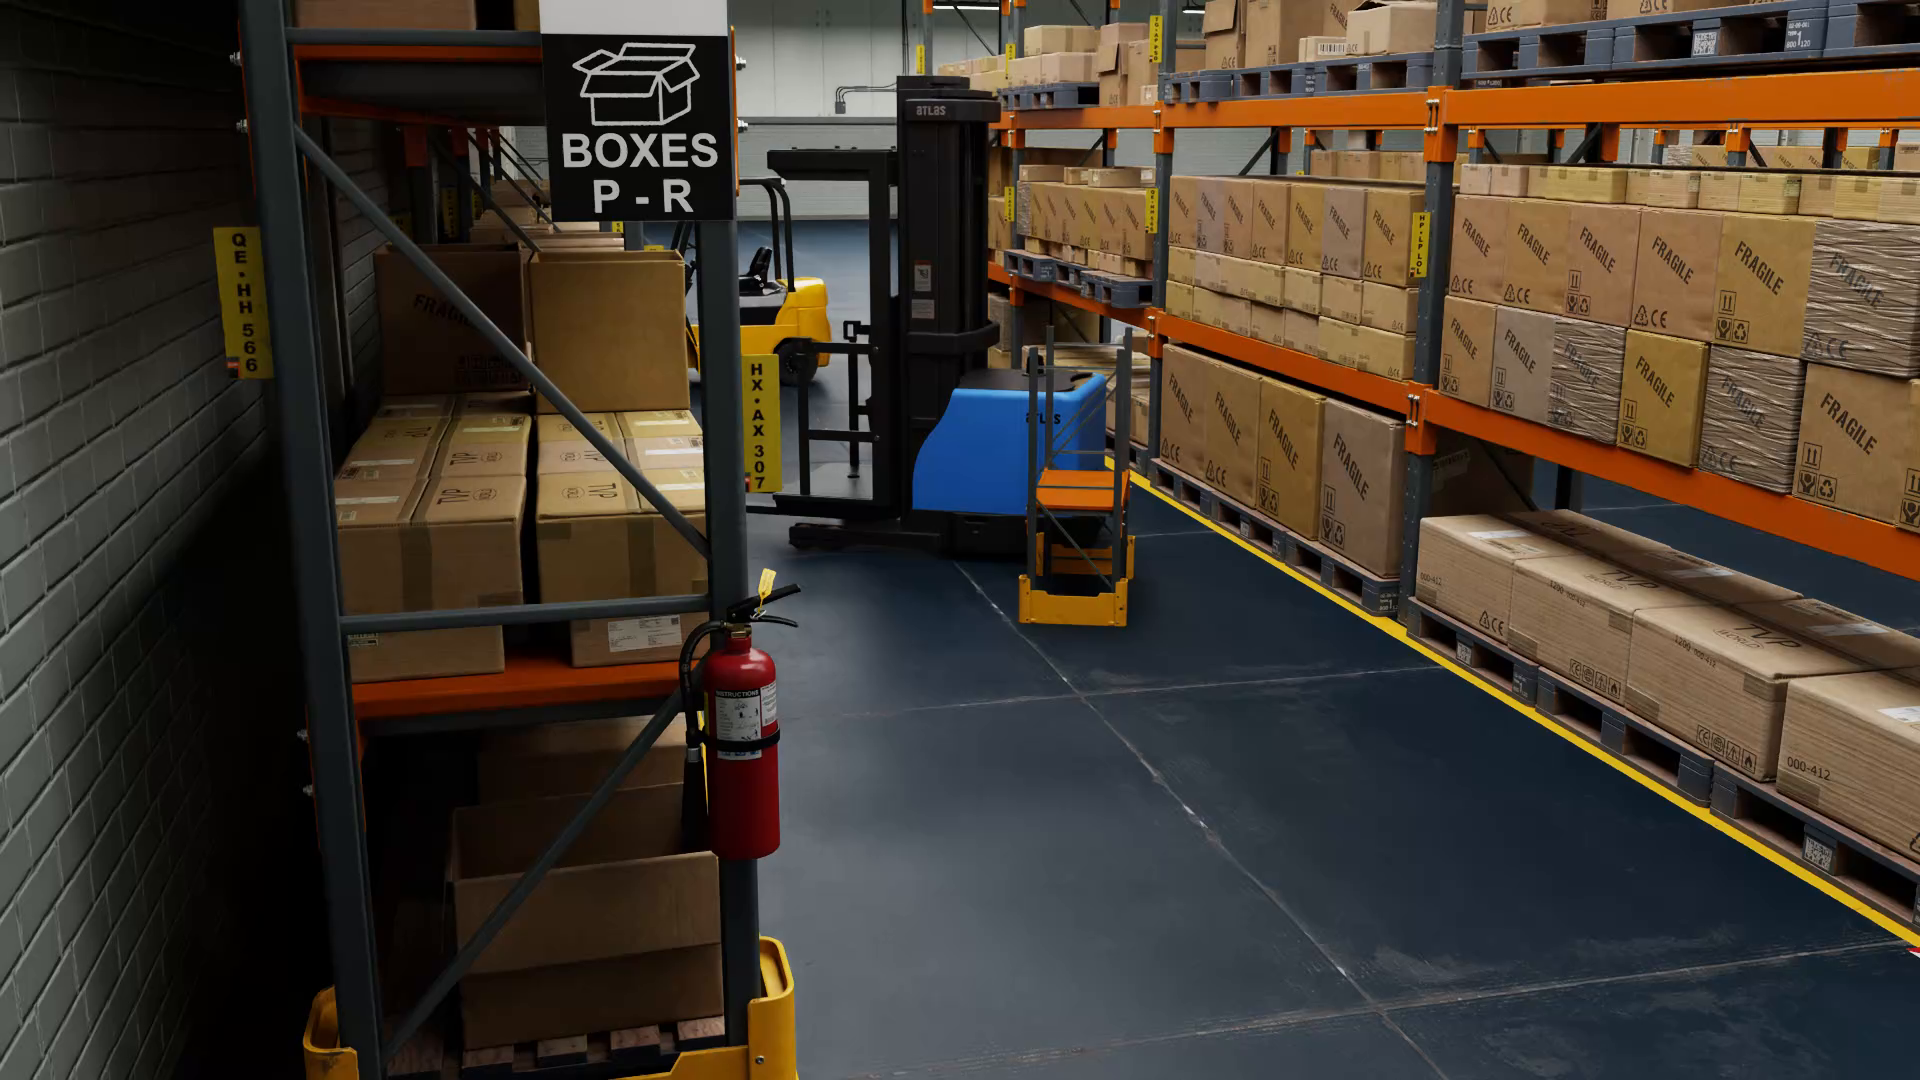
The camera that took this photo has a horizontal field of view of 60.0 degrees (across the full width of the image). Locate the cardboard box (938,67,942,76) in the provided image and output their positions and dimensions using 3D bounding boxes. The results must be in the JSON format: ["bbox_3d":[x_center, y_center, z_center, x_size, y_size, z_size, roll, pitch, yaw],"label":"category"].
[{"bbox_3d":[-0.047,-5.419,19.314,0.380,0.149,0.250,-3,14,-14],"label":"cardboard box"}]

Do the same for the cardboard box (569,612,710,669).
[{"bbox_3d":[-0.809,0.210,4.276,0.380,0.149,0.250,-3,14,-14],"label":"cardboard box"}]

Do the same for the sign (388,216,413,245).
[{"bbox_3d":[-2.476,-1.274,7.383,0.100,0.325,0.005,-3,14,-13],"label":"sign"}]

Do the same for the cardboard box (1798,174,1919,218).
[{"bbox_3d":[3.310,-1.256,6.064,0.380,0.149,0.250,-3,14,-14],"label":"cardboard box"}]

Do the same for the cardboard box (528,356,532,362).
[{"bbox_3d":[-1.959,-0.571,6.632,0.500,0.250,0.500,-3,14,-14],"label":"cardboard box"}]

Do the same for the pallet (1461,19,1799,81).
[{"bbox_3d":[3.068,-2.246,7.666,1.003,0.211,1.213,-3,14,-13],"label":"pallet"}]

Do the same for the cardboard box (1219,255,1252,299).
[{"bbox_3d":[2.051,-1.748,11.025,0.500,0.250,0.500,-3,14,-13],"label":"cardboard box"}]

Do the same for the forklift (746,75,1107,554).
[{"bbox_3d":[-0.603,-1.462,10.736,3.031,2.935,1.130,4,14,15],"label":"forklift"}]

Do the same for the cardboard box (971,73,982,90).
[{"bbox_3d":[0.417,-4.717,17.284,0.500,0.250,0.500,-4,14,-14],"label":"cardboard box"}]

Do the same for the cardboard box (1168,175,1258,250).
[{"bbox_3d":[1.825,-2.351,11.911,0.500,0.500,0.500,-4,14,-15],"label":"cardboard box"}]

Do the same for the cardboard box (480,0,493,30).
[{"bbox_3d":[-1.471,-1.398,4.537,0.380,0.149,0.250,-4,14,-15],"label":"cardboard box"}]

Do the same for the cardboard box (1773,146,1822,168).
[{"bbox_3d":[10.032,-4.417,19.742,0.500,0.500,0.500,-3,14,-13],"label":"cardboard box"}]

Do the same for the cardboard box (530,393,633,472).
[{"bbox_3d":[-1.224,-0.362,5.778,0.500,0.250,0.500,-4,14,-15],"label":"cardboard box"}]

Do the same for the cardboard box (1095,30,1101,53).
[{"bbox_3d":[1.268,-4.571,15.375,0.500,0.250,0.500,-3,14,-12],"label":"cardboard box"}]

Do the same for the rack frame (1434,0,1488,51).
[{"bbox_3d":[2.886,-3.935,8.074,1.000,3.000,0.127,-3,14,-13],"label":"rack frame"}]

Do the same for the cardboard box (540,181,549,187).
[{"bbox_3d":[-4.305,-3.774,17.848,0.380,0.149,0.250,-3,14,-13],"label":"cardboard box"}]

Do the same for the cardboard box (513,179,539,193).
[{"bbox_3d":[-4.885,-3.931,18.491,0.380,0.149,0.250,-4,14,-14],"label":"cardboard box"}]

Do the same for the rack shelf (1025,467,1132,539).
[{"bbox_3d":[0.685,-0.222,9.433,0.538,0.185,1.000,2,14,8],"label":"rack shelf"}]

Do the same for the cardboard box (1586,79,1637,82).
[{"bbox_3d":[6.029,-4.367,15.348,0.396,0.266,0.258,-3,14,-13],"label":"cardboard box"}]

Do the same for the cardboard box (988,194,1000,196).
[{"bbox_3d":[0.283,-3.504,18.112,0.500,0.500,0.500,-4,14,-14],"label":"cardboard box"}]

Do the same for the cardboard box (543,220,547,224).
[{"bbox_3d":[-2.976,-2.355,12.670,0.380,0.149,0.250,-3,14,-13],"label":"cardboard box"}]

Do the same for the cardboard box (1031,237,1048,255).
[{"bbox_3d":[0.880,-2.745,15.488,0.380,0.149,0.250,-3,14,-12],"label":"cardboard box"}]

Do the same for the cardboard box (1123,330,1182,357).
[{"bbox_3d":[2.079,-1.977,17.959,0.500,0.500,0.500,7,15,26],"label":"cardboard box"}]

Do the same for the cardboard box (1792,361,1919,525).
[{"bbox_3d":[3.352,-0.360,5.870,0.500,0.500,0.500,-4,14,-14],"label":"cardboard box"}]

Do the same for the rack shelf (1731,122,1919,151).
[{"bbox_3d":[7.205,-2.889,11.629,1.077,0.370,4.000,-3,14,-13],"label":"rack shelf"}]

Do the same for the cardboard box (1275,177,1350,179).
[{"bbox_3d":[2.451,-2.256,11.522,0.500,0.500,0.500,-3,14,-12],"label":"cardboard box"}]

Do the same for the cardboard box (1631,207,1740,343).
[{"bbox_3d":[3.101,-1.080,6.709,0.500,0.500,0.500,-3,14,-14],"label":"cardboard box"}]

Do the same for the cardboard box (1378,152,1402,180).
[{"bbox_3d":[5.375,-4.225,19.308,0.875,0.550,0.500,-3,14,-13],"label":"cardboard box"}]

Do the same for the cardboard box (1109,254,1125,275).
[{"bbox_3d":[1.405,-2.202,13.263,0.380,0.149,0.250,-3,14,-14],"label":"cardboard box"}]

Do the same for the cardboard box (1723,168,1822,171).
[{"bbox_3d":[3.507,-1.519,7.139,0.380,0.149,0.250,-4,14,-14],"label":"cardboard box"}]

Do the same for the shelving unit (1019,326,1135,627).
[{"bbox_3d":[0.684,-0.394,9.381,0.587,1.500,1.083,2,14,8],"label":"shelving unit"}]

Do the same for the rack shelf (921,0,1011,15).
[{"bbox_3d":[0.538,-5.891,17.603,1.077,0.370,4.000,-3,14,-13],"label":"rack shelf"}]

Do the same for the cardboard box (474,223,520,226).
[{"bbox_3d":[-3.447,-2.264,12.295,0.380,0.149,0.250,-4,14,-14],"label":"cardboard box"}]

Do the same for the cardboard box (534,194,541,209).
[{"bbox_3d":[-4.755,-3.671,18.054,0.380,0.149,0.250,-4,14,-14],"label":"cardboard box"}]

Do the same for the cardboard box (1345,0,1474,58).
[{"bbox_3d":[2.475,-2.831,9.175,0.500,0.311,0.500,-3,14,-13],"label":"cardboard box"}]

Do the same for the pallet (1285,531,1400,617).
[{"bbox_3d":[2.632,0.160,9.829,1.003,0.211,1.213,-3,14,-13],"label":"pallet"}]

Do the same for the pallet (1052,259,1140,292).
[{"bbox_3d":[1.442,-2.305,14.446,1.003,0.211,1.213,-3,14,-13],"label":"pallet"}]

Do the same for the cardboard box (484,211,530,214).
[{"bbox_3d":[-3.872,-2.737,14.233,0.380,0.149,0.250,-3,14,-13],"label":"cardboard box"}]

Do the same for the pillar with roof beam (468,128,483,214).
[{"bbox_3d":[-2.693,-7.839,24.054,9.100,9.000,0.400,-3,14,-13],"label":"pillar with roof beam"}]

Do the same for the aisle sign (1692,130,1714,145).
[{"bbox_3d":[9.978,-5.636,22.197,0.394,0.787,0.004,-3,14,-13],"label":"aisle sign"}]

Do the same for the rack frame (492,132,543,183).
[{"bbox_3d":[-4.756,-3.512,18.981,1.000,3.000,0.127,-3,14,-13],"label":"rack frame"}]

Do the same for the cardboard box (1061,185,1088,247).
[{"bbox_3d":[1.191,-2.791,14.310,0.500,0.500,0.500,-4,14,-15],"label":"cardboard box"}]

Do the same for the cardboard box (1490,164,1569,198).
[{"bbox_3d":[2.784,-1.725,7.983,0.380,0.149,0.250,-3,14,-12],"label":"cardboard box"}]

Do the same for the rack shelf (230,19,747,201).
[{"bbox_3d":[-1.468,-1.390,5.491,1.077,0.370,4.000,-3,14,-13],"label":"rack shelf"}]

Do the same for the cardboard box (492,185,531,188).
[{"bbox_3d":[-4.454,-3.451,16.529,0.380,0.149,0.250,-3,14,-14],"label":"cardboard box"}]

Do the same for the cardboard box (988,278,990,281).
[{"bbox_3d":[0.510,-2.852,19.608,0.500,0.500,0.500,-3,14,-13],"label":"cardboard box"}]

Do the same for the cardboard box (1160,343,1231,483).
[{"bbox_3d":[2.029,-0.952,12.094,0.875,0.875,0.875,-3,14,-14],"label":"cardboard box"}]

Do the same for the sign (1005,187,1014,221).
[{"bbox_3d":[0.482,-3.255,16.107,0.100,0.325,0.005,-3,14,-13],"label":"sign"}]

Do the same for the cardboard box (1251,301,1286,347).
[{"bbox_3d":[2.192,-1.392,10.619,0.500,0.250,0.500,-3,14,-13],"label":"cardboard box"}]

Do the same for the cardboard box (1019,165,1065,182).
[{"bbox_3d":[0.774,-3.451,15.641,0.380,0.149,0.250,-3,14,-13],"label":"cardboard box"}]

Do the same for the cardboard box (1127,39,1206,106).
[{"bbox_3d":[1.734,-3.669,13.093,0.700,0.500,0.500,-3,14,-13],"label":"cardboard box"}]
